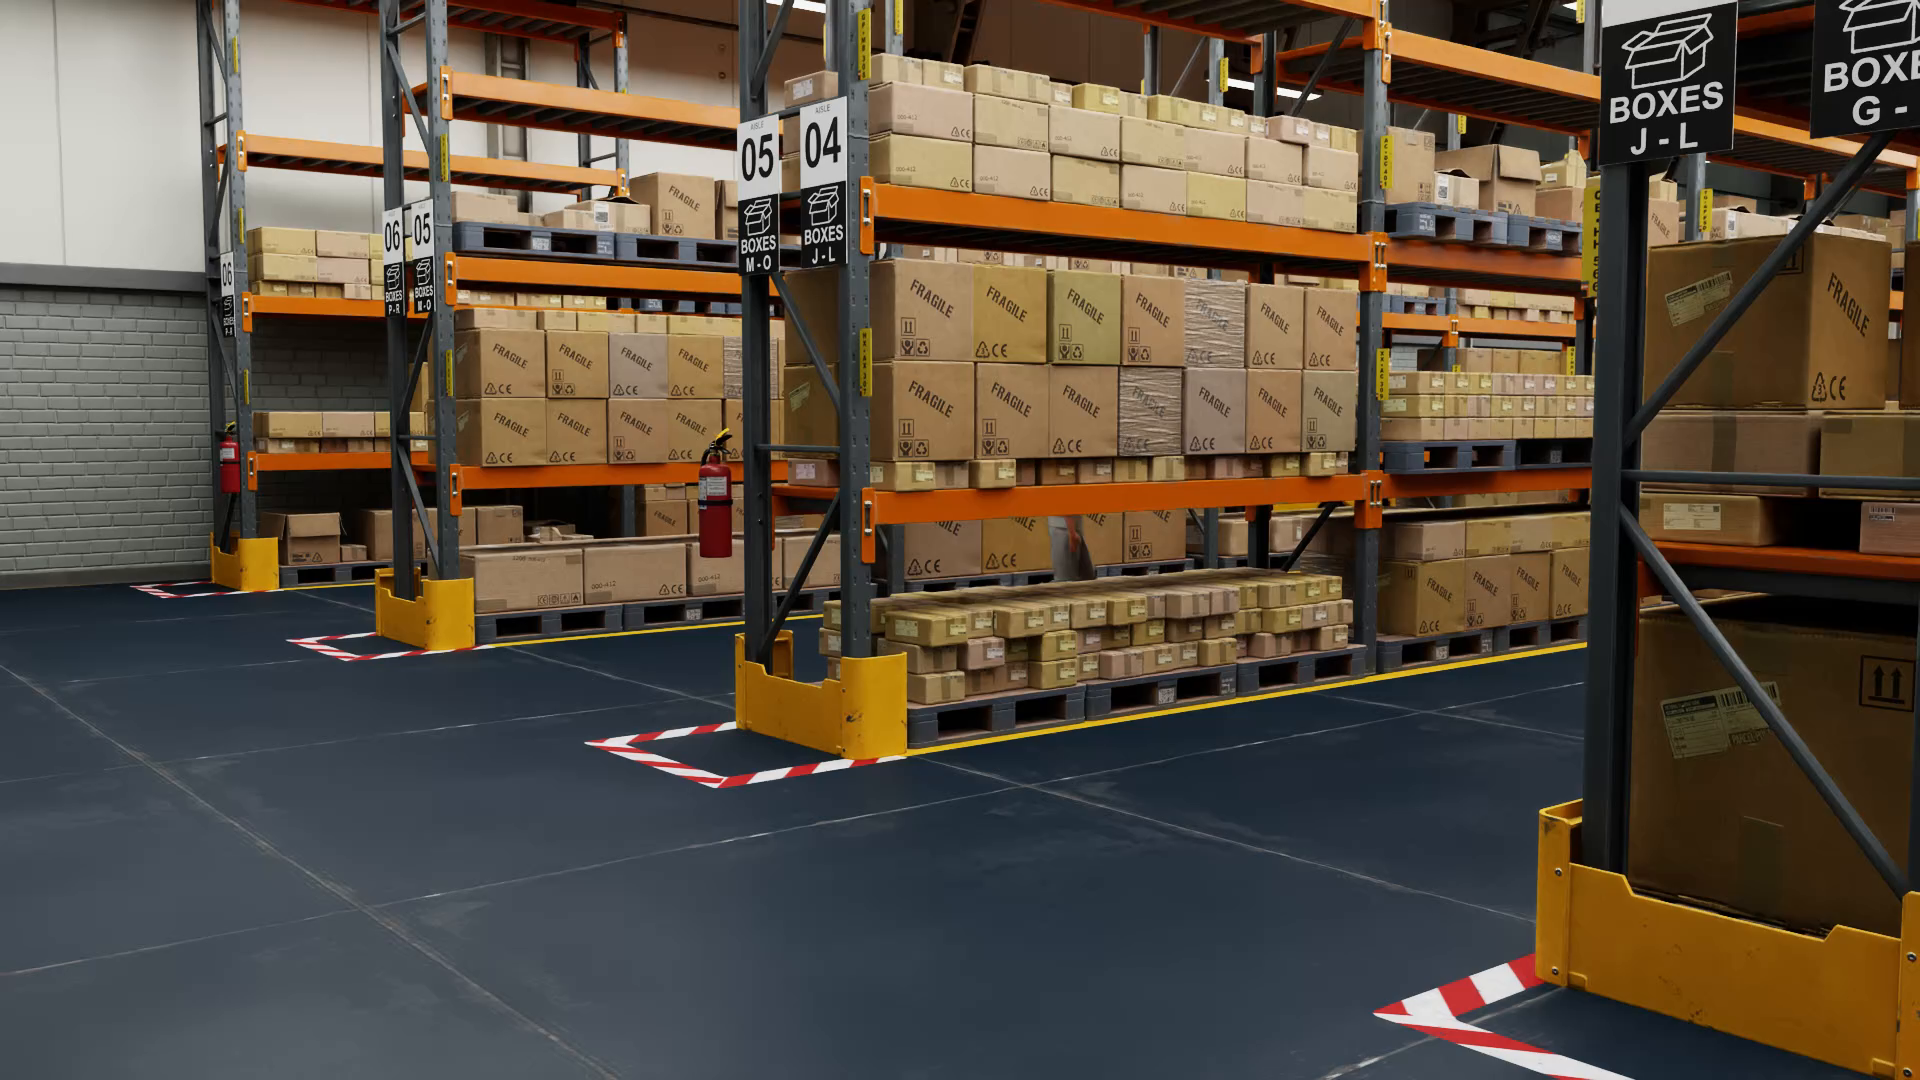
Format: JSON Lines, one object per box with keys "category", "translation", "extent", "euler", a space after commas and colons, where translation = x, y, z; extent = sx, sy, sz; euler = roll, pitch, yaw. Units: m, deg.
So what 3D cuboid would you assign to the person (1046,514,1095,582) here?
{"category": "person", "translation": [0.767, -0.042, 11.781], "extent": [0.424, 1.695, 0.486], "euler": [0, 4, -3]}
